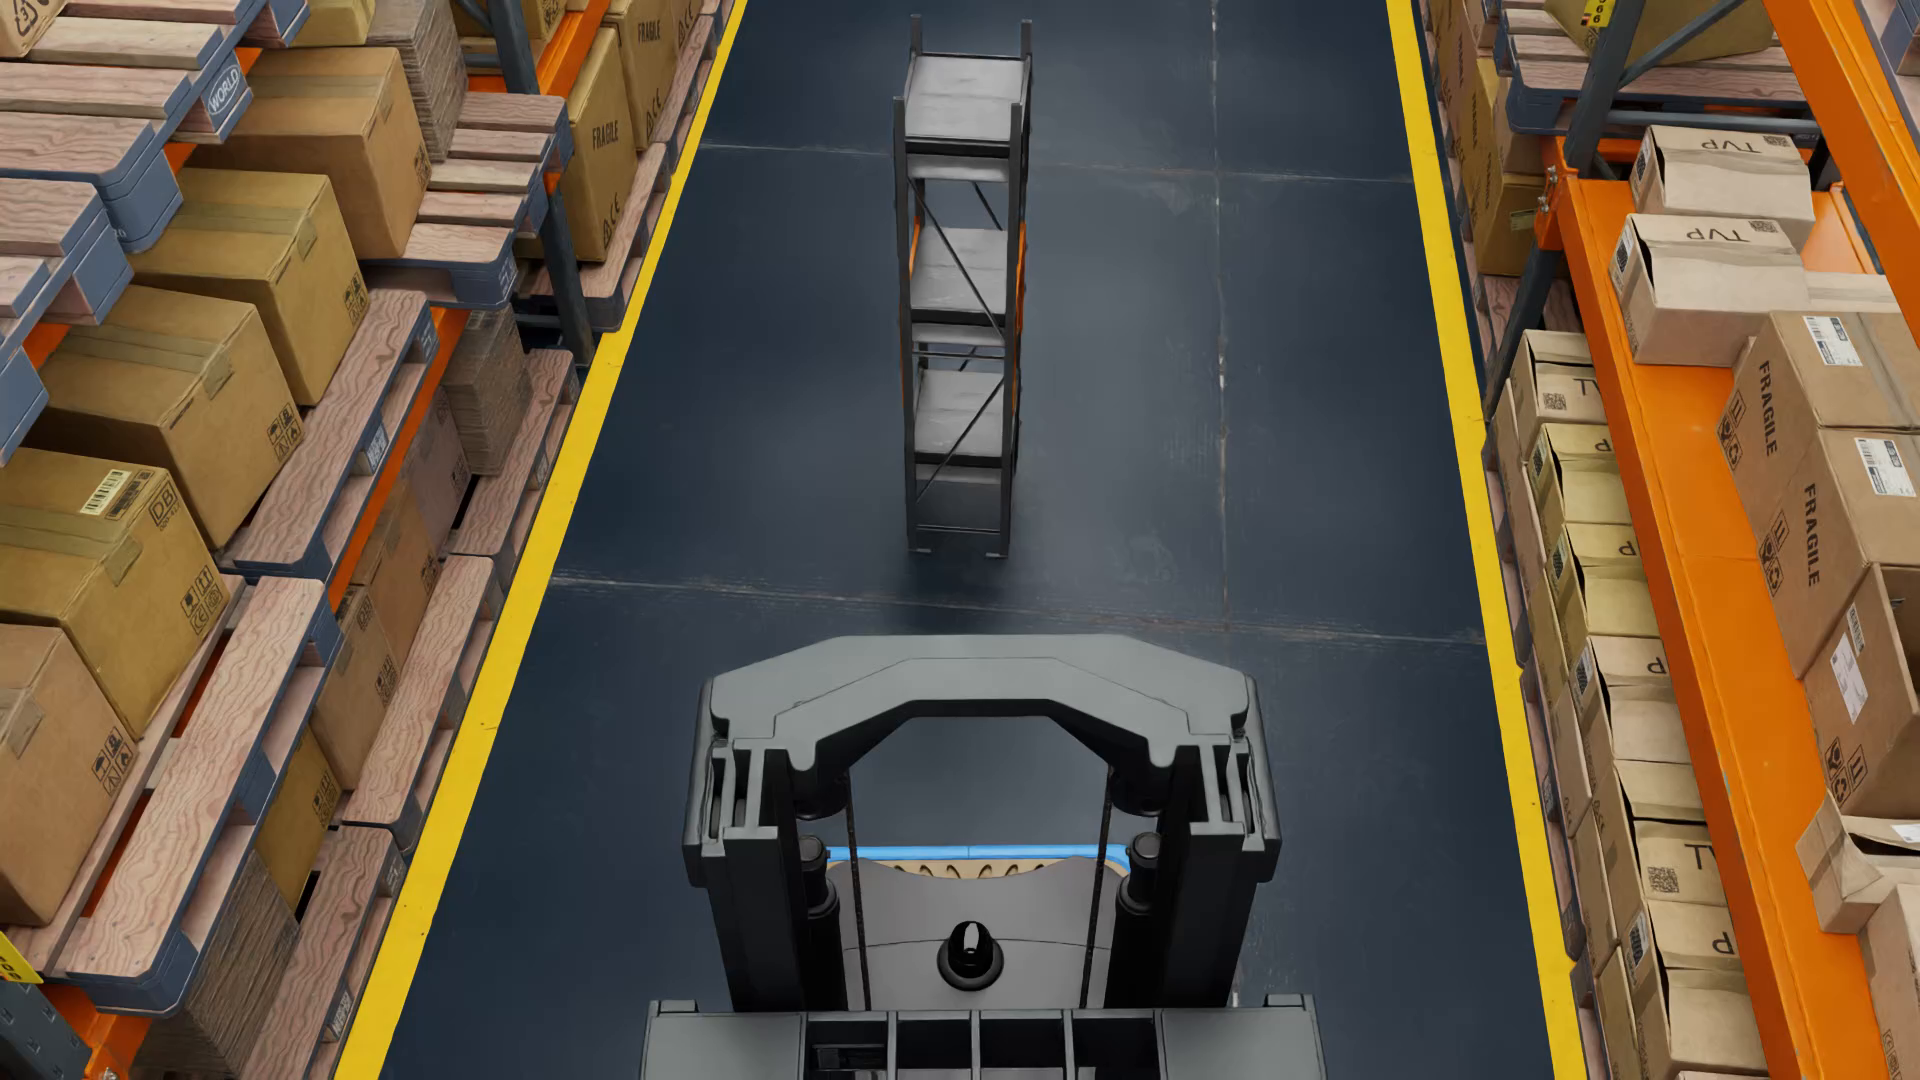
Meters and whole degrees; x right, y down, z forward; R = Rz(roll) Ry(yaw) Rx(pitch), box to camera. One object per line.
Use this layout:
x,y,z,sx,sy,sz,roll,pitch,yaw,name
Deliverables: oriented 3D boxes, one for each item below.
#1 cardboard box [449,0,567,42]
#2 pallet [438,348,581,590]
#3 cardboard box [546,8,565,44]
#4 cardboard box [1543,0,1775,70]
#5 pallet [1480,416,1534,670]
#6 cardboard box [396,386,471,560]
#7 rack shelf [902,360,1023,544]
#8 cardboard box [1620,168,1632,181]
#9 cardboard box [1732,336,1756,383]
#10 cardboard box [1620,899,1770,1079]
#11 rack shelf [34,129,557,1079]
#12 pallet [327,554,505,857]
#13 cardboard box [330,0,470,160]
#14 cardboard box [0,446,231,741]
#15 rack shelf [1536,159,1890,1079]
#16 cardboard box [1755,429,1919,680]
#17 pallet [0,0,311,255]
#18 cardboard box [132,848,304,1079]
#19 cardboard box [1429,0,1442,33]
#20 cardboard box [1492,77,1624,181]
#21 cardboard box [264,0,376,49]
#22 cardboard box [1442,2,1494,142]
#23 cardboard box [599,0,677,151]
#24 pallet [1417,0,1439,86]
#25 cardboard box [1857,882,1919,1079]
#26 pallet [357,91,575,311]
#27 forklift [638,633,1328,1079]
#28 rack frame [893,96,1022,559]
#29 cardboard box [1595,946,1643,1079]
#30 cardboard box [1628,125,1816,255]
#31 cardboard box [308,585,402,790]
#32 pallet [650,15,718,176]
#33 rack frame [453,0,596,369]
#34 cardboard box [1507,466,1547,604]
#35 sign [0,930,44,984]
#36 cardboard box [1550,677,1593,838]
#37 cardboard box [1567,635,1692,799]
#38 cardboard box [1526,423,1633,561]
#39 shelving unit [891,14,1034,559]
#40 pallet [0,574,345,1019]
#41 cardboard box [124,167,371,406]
-1.855,-2.340,6.574,0.500,0.500,0.500,5,48,5,cardboard box
-2.227,-0.344,6.921,1.003,0.211,1.213,4,48,4,pallet
-1.862,-2.192,6.879,0.380,0.149,0.250,4,48,4,cardboard box
2.725,-2.175,6.354,0.700,0.500,0.500,-11,48,-10,cardboard box
2.666,0.015,6.594,1.003,0.211,1.213,4,48,4,pallet
-2.330,-0.261,6.352,0.700,0.500,0.500,4,48,3,cardboard box
0.015,-0.349,6.613,0.431,0.518,0.480,4,48,4,rack shelf
3.148,-1.534,7.516,0.500,0.500,0.500,2,48,2,cardboard box
2.719,-0.503,5.348,0.380,0.149,0.250,7,48,6,cardboard box
2.207,1.308,4.720,0.500,0.311,0.500,5,48,5,cardboard box
-2.336,-0.147,5.339,1.077,0.370,4.000,4,48,4,rack shelf
-2.340,0.550,6.104,1.003,0.211,1.213,4,48,4,pallet
-2.187,-1.695,5.902,0.700,0.500,0.500,-1,48,-1,cardboard box
-2.380,0.116,4.245,0.700,0.500,0.500,8,48,8,cardboard box
2.597,0.184,5.037,1.077,0.370,4.000,4,48,4,rack shelf
2.595,0.058,4.596,0.500,0.500,0.500,4,48,4,cardboard box
-2.265,-1.078,3.797,1.213,0.211,1.003,4,48,4,pallet
-2.468,1.233,4.985,0.700,0.500,0.500,5,48,5,cardboard box
2.820,-3.041,8.895,0.500,0.500,0.500,4,48,4,cardboard box
2.632,-1.831,7.280,0.500,0.250,0.500,6,48,5,cardboard box
-2.170,-1.767,5.528,0.380,0.149,0.250,-3,48,-3,cardboard box
2.720,-2.303,8.219,0.500,0.500,0.500,2,48,2,cardboard box
-1.870,-2.450,8.130,0.750,0.750,0.750,4,48,3,cardboard box
3.107,-2.927,9.284,1.003,0.211,1.213,4,48,4,pallet
2.416,1.096,3.816,0.500,0.250,0.500,7,48,6,cardboard box
-2.113,-1.264,6.003,1.213,0.211,1.003,4,48,4,pallet
0.039,1.660,3.245,1.130,2.935,3.031,0,48,0,forklift
-0.007,-0.651,5.922,0.400,2.100,0.015,4,48,4,rack frame
2.212,1.501,4.923,0.500,0.250,0.500,3,48,3,cardboard box
2.703,-1.234,5.907,0.500,0.311,0.500,7,48,6,cardboard box
-2.384,0.478,5.676,0.700,0.500,0.500,4,48,4,cardboard box
-1.893,-2.386,8.790,1.003,0.211,1.213,4,48,4,pallet
-2.154,-1.859,6.418,1.000,3.000,0.127,4,48,4,rack frame
2.394,-0.008,6.303,0.500,0.250,0.500,3,48,2,cardboard box
-1.978,0.819,3.382,0.100,0.325,0.005,4,48,4,sign
2.306,0.751,5.609,0.500,0.250,0.500,5,48,4,cardboard box
2.305,0.572,5.392,0.500,0.311,0.500,3,48,3,cardboard box
2.400,-0.180,6.081,0.500,0.311,0.500,3,48,3,cardboard box
0.015,-0.830,6.086,0.431,2.100,0.503,4,48,4,shelving unit
-2.304,0.593,4.305,1.003,0.211,1.213,4,48,4,pallet
-2.278,-0.778,5.063,0.700,0.500,0.500,4,48,4,cardboard box
